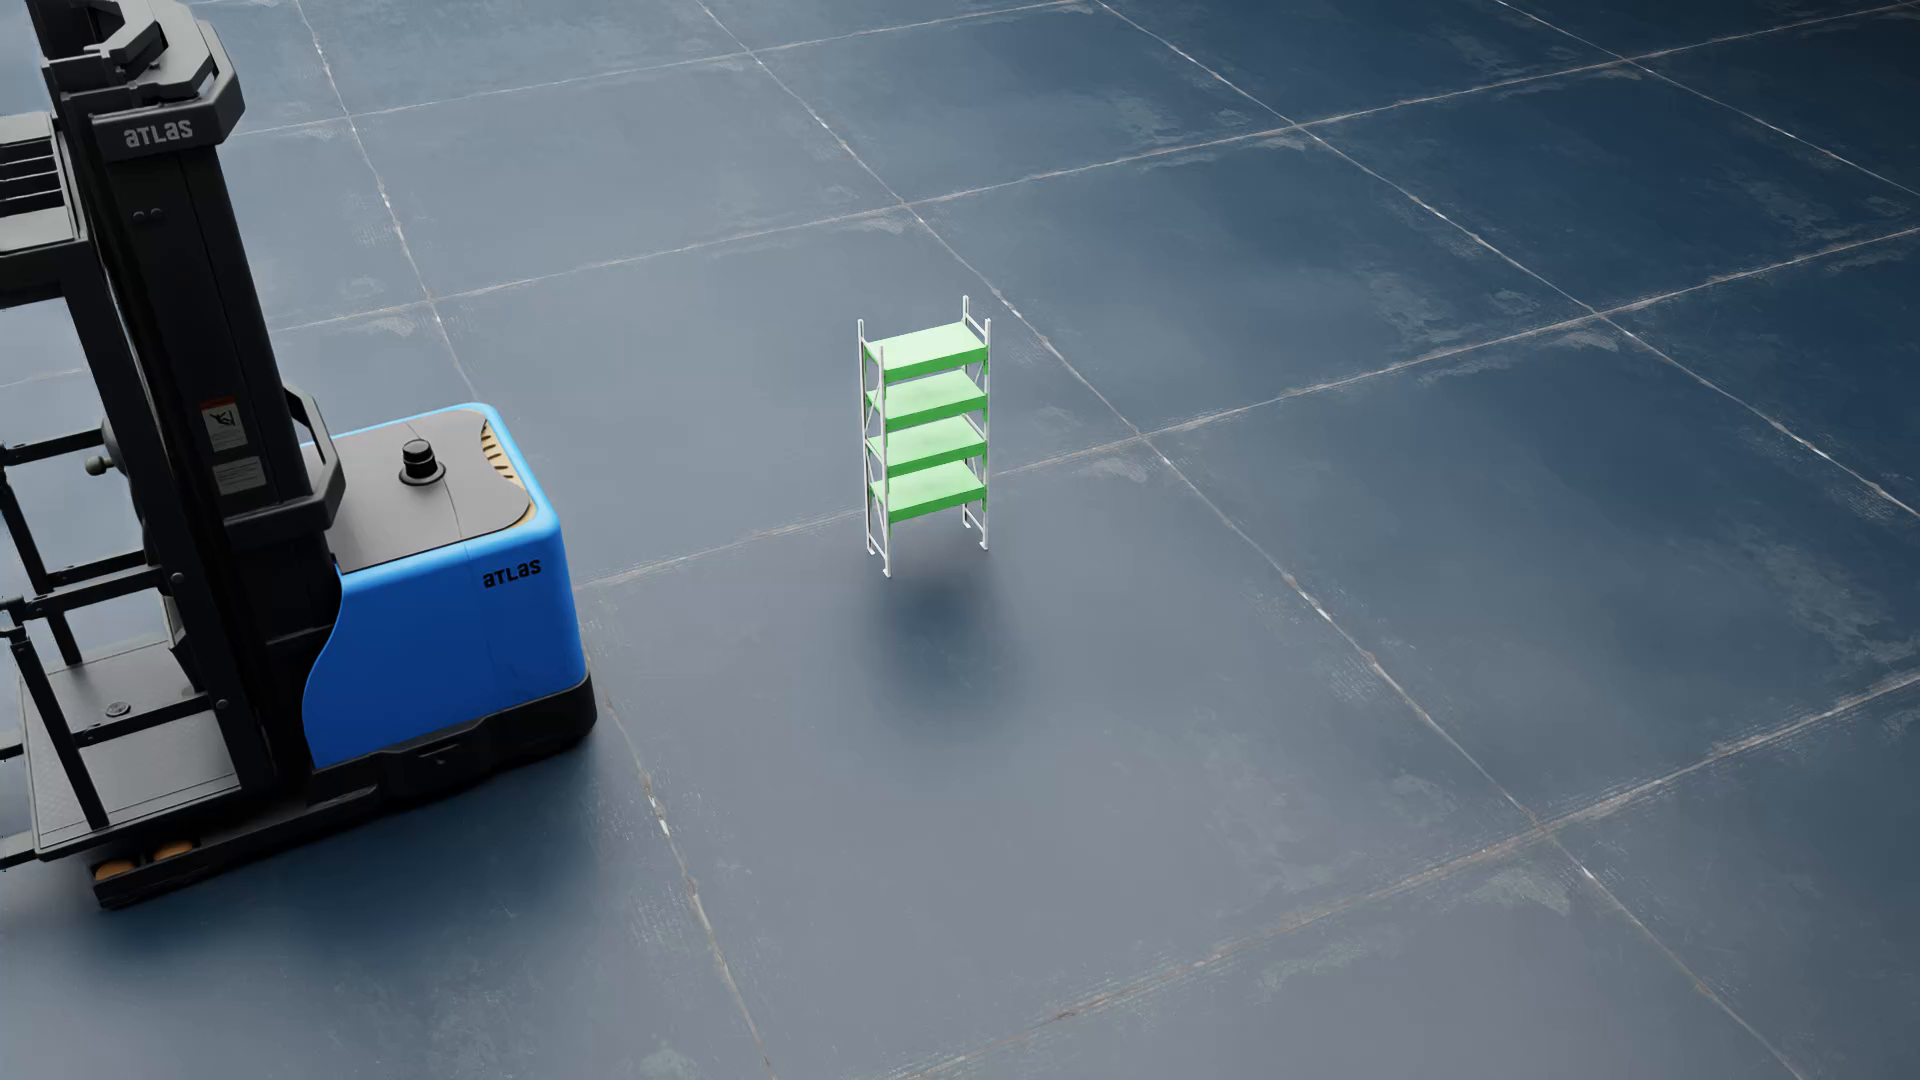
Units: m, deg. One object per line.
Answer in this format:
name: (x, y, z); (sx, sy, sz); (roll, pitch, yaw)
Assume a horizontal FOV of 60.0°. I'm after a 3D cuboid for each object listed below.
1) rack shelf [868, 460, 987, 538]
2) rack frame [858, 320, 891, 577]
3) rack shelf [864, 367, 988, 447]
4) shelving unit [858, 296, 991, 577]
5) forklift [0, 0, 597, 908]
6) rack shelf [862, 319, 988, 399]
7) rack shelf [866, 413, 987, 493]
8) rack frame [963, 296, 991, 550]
rack shelf: (-0.150, -0.196, 7.517); (0.480, 0.148, 0.258); (-16, 39, -20)
rack frame: (-0.371, -0.378, 7.253); (0.015, 1.200, 0.240); (-16, 39, -20)
rack shelf: (-0.150, -0.581, 7.231); (0.480, 0.148, 0.258); (-16, 39, -20)
shelving unit: (-0.150, -0.440, 7.336); (0.503, 1.200, 0.258); (-16, 39, -20)
forklift: (-3.000, -0.227, 5.596); (3.031, 2.935, 1.130); (-18, 40, -22)
rack shelf: (-0.150, -0.774, 7.088); (0.480, 0.148, 0.258); (-16, 39, -20)
rack shelf: (-0.150, -0.389, 7.374); (0.480, 0.148, 0.258); (-16, 39, -20)
rack frame: (0.071, -0.502, 7.419); (0.015, 1.200, 0.240); (-16, 39, -20)
